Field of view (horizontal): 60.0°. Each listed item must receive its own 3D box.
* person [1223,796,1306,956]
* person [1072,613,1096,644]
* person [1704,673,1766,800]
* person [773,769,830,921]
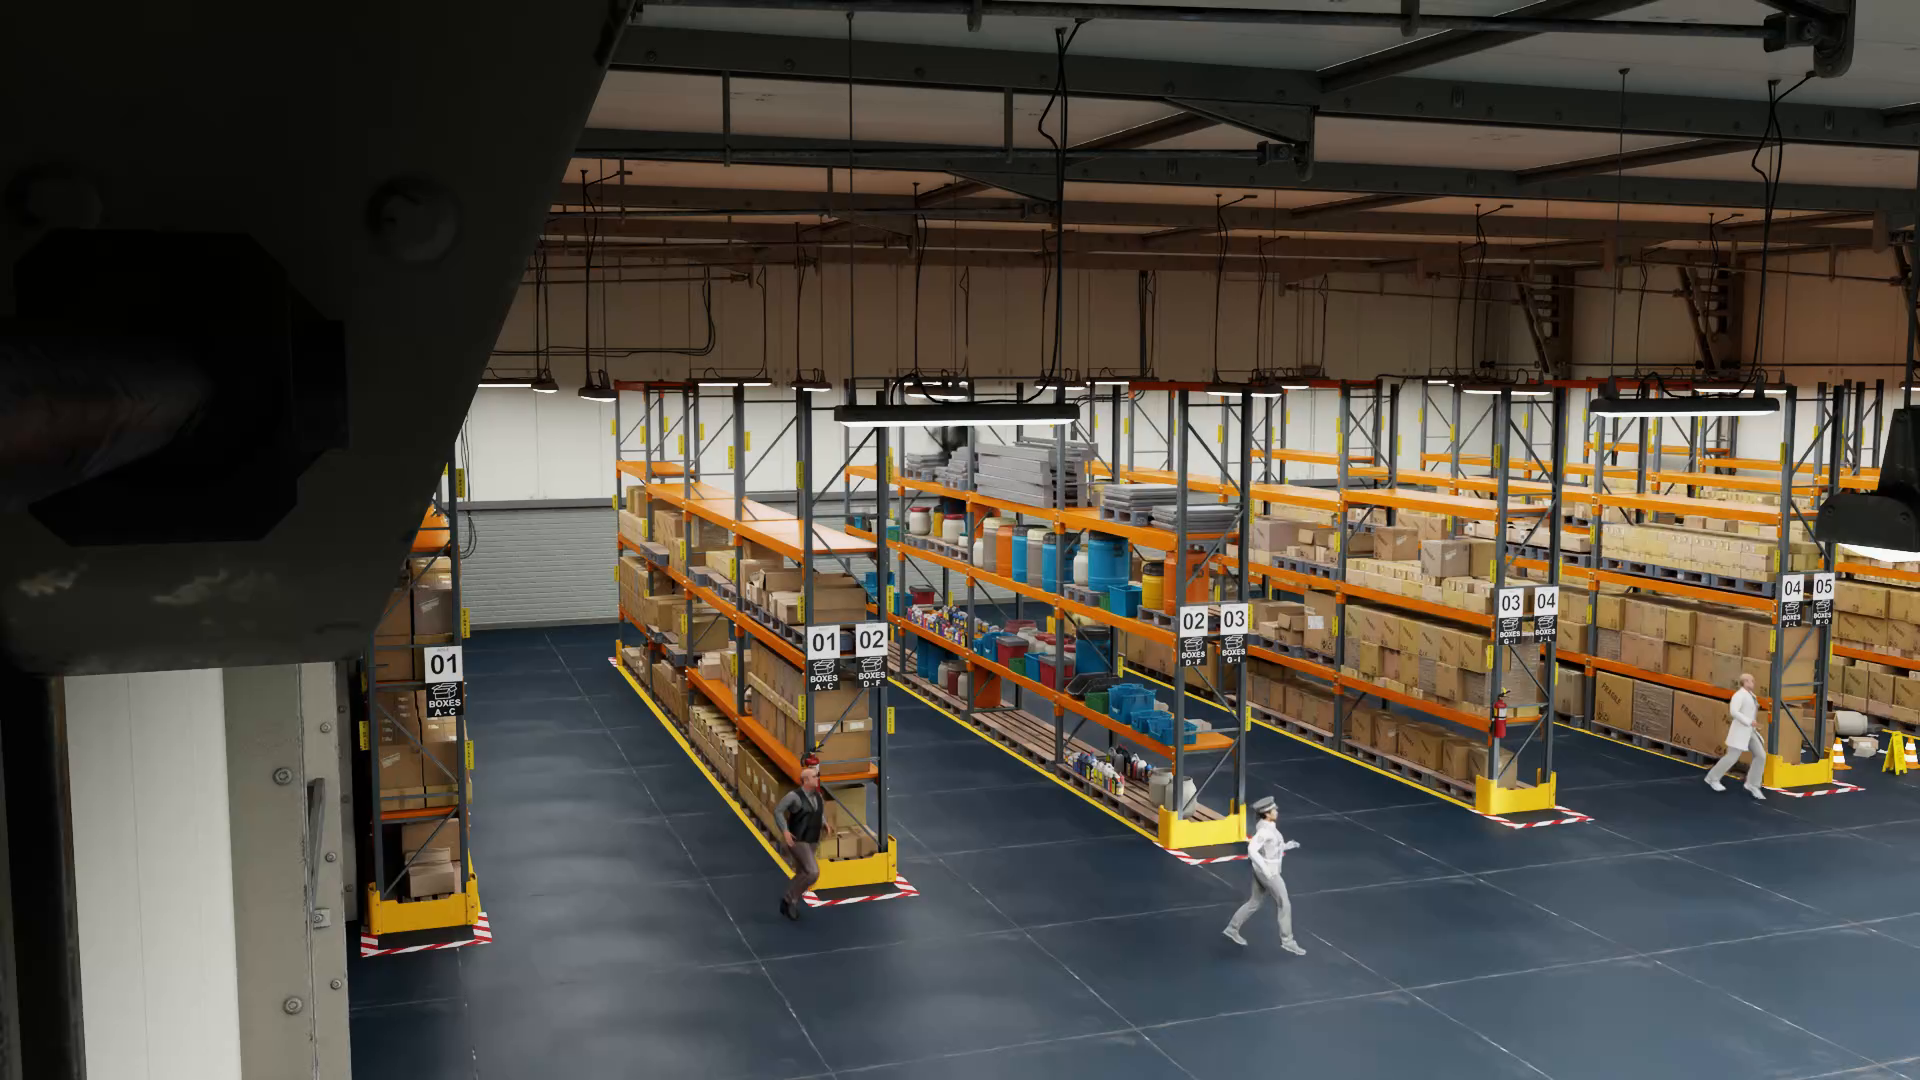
[{"bbox_3d":[3.280,3.589,17.833,0.879,1.719,0.596,0,6,-1],"label":"person"},{"bbox_3d":[2.311,1.950,31.042,0.581,1.763,0.821,-2,6,-20],"label":"person"},{"bbox_3d":[11.569,2.872,24.578,0.767,1.808,0.855,-5,8,-42],"label":"person"},{"bbox_3d":[-1.776,3.478,19.127,0.609,1.681,0.693,3,7,29],"label":"person"}]
